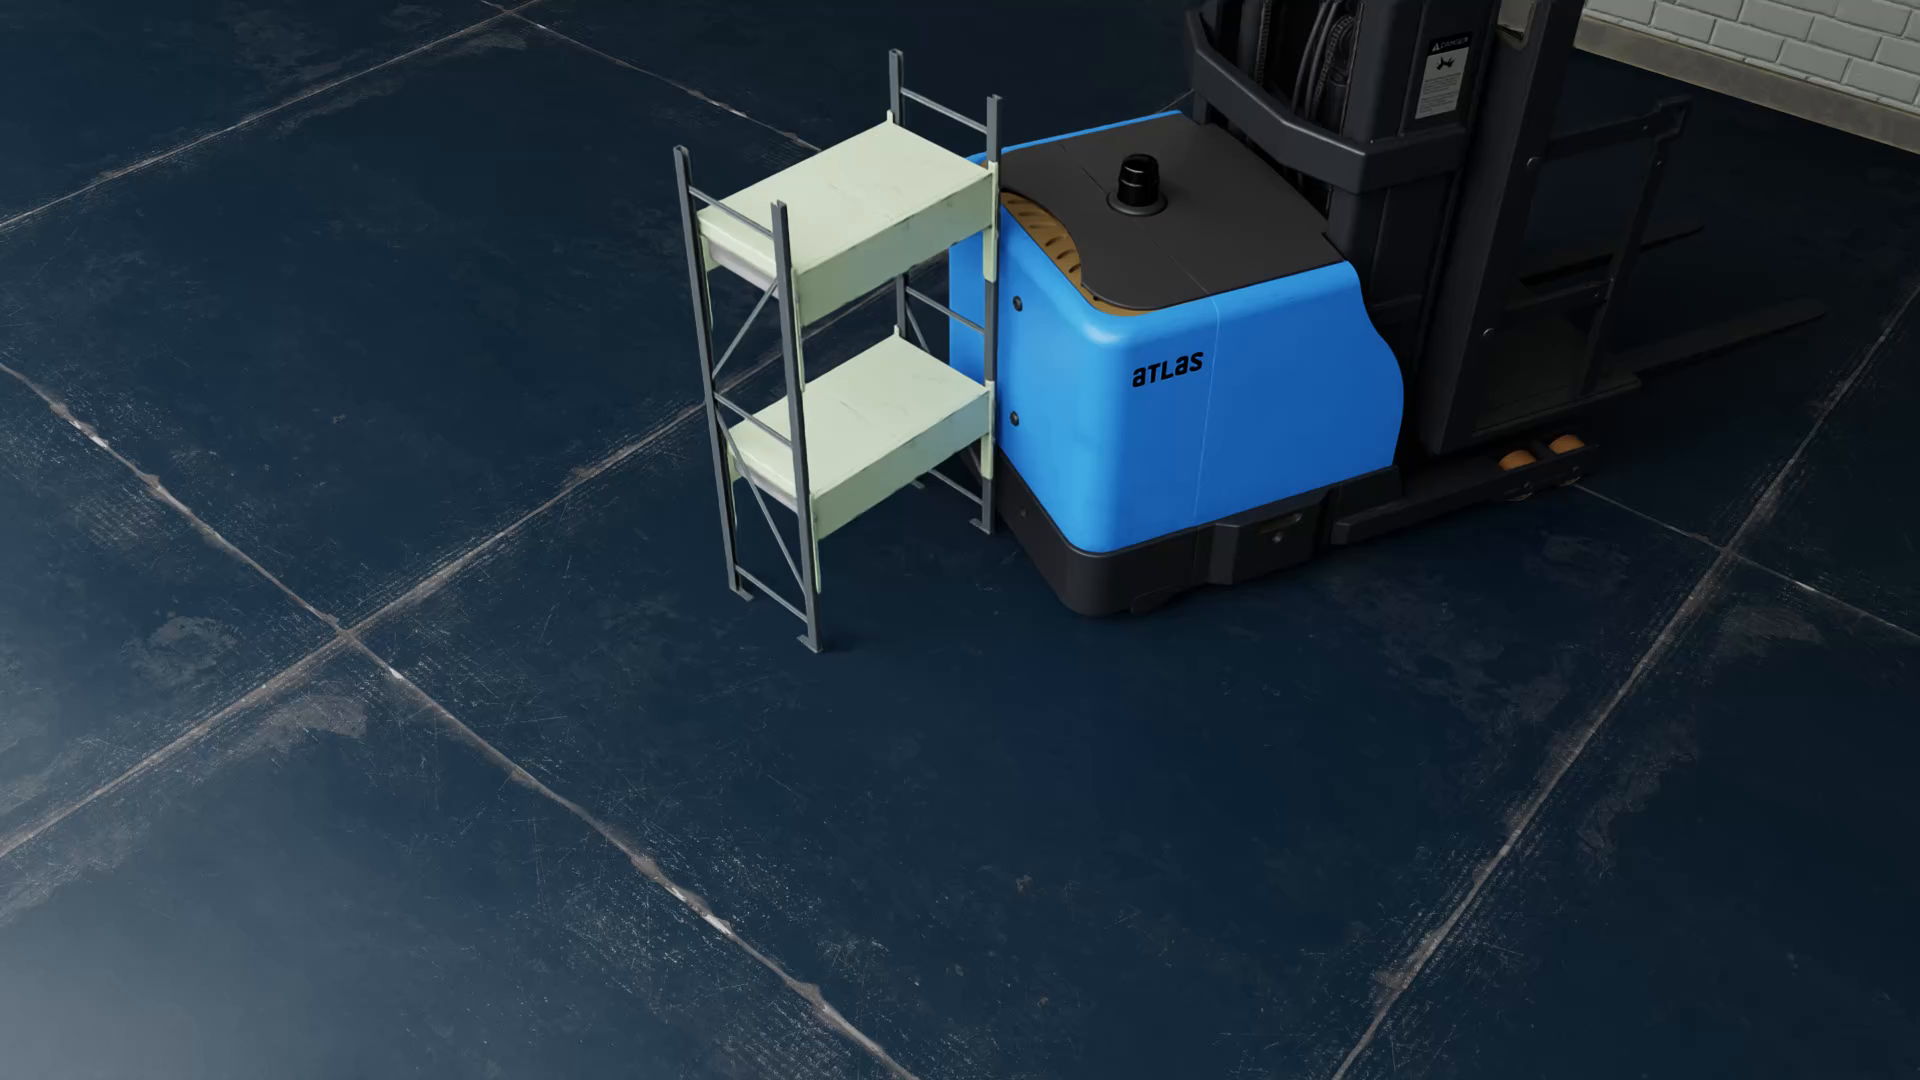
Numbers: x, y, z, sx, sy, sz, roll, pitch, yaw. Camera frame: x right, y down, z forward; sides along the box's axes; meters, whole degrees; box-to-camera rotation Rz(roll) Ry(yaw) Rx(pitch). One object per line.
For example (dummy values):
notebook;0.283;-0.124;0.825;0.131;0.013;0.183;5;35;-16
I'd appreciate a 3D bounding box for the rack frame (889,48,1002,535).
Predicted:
rack frame;-0.041;-0.669;4.871;0.400;1.500;0.023;33;52;31

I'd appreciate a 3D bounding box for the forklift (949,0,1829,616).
forklift;1.516;-1.518;4.741;3.031;2.935;1.130;-17;45;-17

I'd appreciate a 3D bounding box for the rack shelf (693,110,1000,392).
rack shelf;-0.297;-0.782;4.415;0.431;0.370;0.720;33;52;31

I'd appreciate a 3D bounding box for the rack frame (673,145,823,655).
rack frame;-0.554;-0.318;4.485;0.400;1.500;0.023;33;52;31

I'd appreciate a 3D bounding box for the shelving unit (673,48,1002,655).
shelving unit;-0.297;-0.493;4.678;0.431;1.500;0.755;33;52;31

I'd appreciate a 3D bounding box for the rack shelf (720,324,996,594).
rack shelf;-0.297;-0.252;4.897;0.431;0.370;0.720;33;52;31
